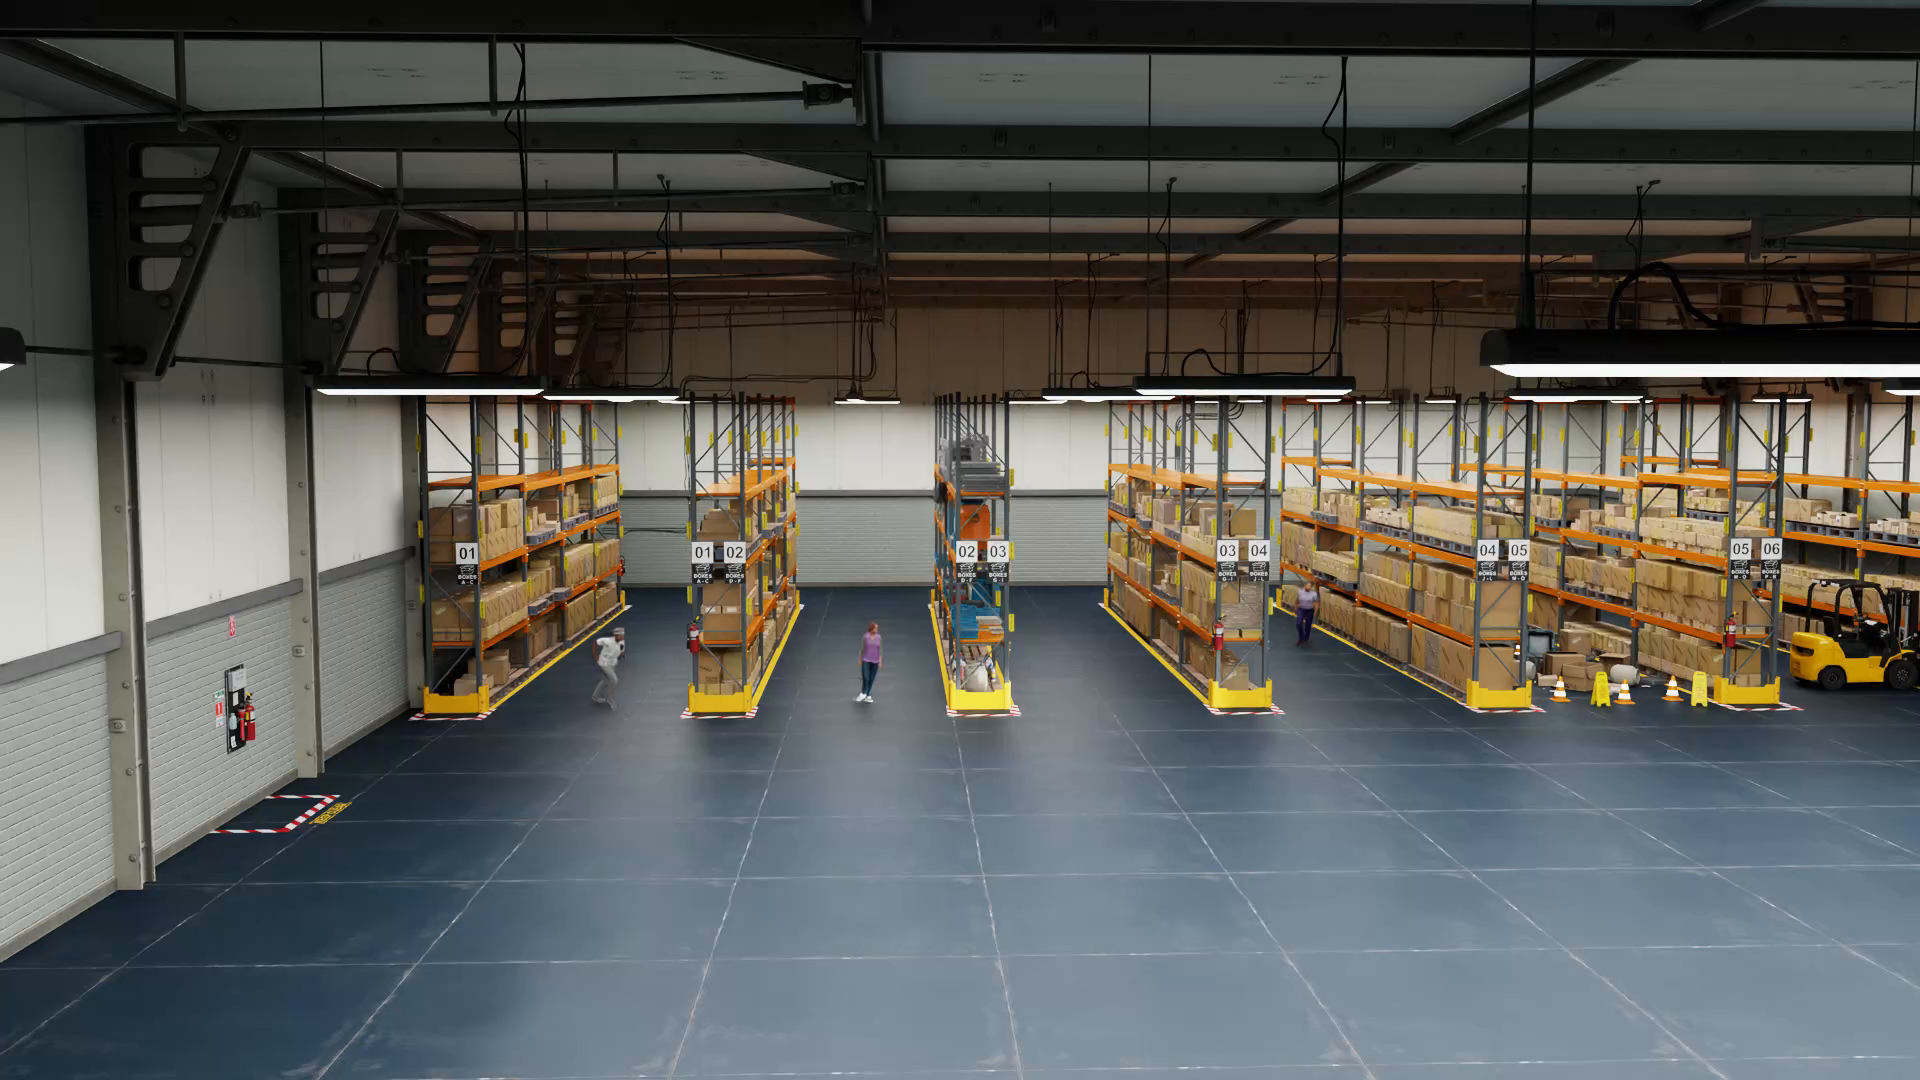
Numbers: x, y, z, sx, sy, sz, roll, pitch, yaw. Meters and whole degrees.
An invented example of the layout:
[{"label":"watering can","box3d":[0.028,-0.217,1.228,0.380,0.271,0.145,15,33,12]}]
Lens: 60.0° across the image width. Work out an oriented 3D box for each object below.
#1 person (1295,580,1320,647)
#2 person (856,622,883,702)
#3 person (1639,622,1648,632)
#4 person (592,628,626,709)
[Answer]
[{"label":"person","box3d":[8.298,1.736,39.766,0.585,1.596,0.756,1,5,12]},{"label":"person","box3d":[-1.742,2.351,32.045,0.509,1.582,0.454,-1,5,-17]},{"label":"person","box3d":[17.702,1.501,41.830,0.715,1.782,0.994,-2,5,-20]},{"label":"person","box3d":[-6.726,2.440,31.632,0.962,1.608,0.623,4,6,39]}]
